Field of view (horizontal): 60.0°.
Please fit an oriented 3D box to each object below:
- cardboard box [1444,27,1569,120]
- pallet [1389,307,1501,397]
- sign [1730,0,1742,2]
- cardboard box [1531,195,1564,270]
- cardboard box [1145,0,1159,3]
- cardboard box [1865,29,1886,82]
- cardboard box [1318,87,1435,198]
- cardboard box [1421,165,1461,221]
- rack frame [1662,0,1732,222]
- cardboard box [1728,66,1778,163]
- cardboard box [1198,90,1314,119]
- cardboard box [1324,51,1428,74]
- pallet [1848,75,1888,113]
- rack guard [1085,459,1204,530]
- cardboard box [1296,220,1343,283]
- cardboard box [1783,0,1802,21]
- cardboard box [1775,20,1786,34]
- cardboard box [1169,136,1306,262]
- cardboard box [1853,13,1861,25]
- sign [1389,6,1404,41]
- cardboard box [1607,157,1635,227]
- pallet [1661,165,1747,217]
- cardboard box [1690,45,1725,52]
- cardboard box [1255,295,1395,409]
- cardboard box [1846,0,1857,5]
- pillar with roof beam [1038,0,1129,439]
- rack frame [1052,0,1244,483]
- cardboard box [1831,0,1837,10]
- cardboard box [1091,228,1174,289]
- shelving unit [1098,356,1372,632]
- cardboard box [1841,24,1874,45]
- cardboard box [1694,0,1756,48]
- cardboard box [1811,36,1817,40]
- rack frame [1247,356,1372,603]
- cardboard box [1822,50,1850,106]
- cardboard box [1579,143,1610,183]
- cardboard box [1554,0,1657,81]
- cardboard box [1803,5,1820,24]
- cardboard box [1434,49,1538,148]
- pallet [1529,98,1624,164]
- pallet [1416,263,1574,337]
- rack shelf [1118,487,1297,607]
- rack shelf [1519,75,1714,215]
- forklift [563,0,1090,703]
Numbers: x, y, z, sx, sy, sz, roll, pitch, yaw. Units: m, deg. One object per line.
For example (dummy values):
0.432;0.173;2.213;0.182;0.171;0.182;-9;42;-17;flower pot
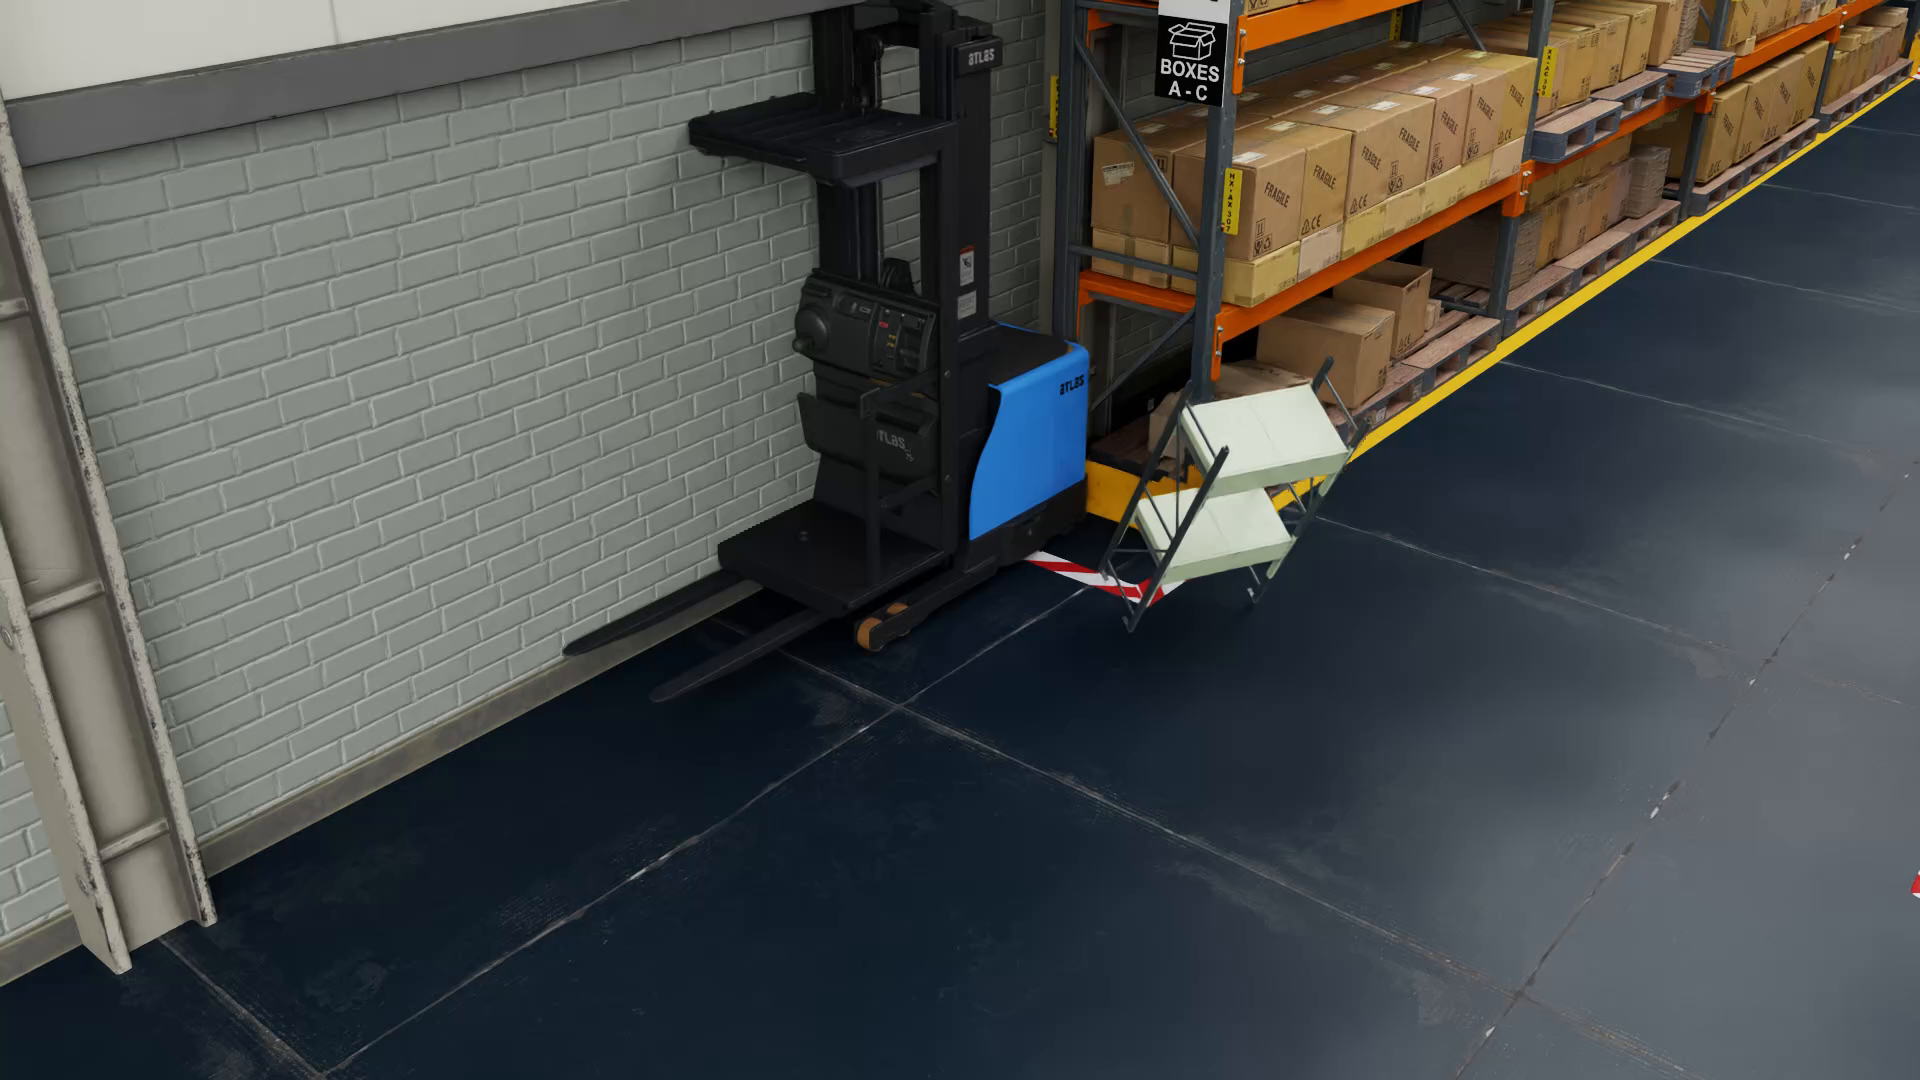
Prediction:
3.830;-3.295;11.767;0.700;0.500;0.500;21;34;35;cardboard box
3.080;-1.397;11.722;1.003;0.211;1.213;21;34;34;pallet
6.449;-4.626;13.755;0.100;0.325;0.005;21;34;34;sign
4.225;-2.433;12.931;0.700;0.500;0.500;20;33;33;cardboard box
1.006;-3.074;8.532;0.500;0.500;0.500;24;36;38;cardboard box
10.107;-5.582;19.039;0.700;0.500;0.500;19;33;33;cardboard box
2.446;-2.363;9.879;0.500;0.500;0.500;22;35;36;cardboard box
2.781;-2.213;10.405;0.500;0.250;0.500;21;34;34;cardboard box
6.024;-4.303;14.303;1.000;3.000;0.127;21;34;34;rack frame
7.155;-4.065;15.727;0.750;0.750;0.750;21;34;34;cardboard box
1.725;-2.331;9.817;0.500;0.500;0.500;20;33;33;cardboard box
2.688;-2.872;10.862;0.500;0.500;0.500;21;34;34;cardboard box
9.888;-5.163;19.002;1.003;0.211;1.213;21;34;34;pallet
0.984;-0.383;9.446;1.175;0.500;0.348;21;34;34;rack guard
1.810;-1.677;9.369;0.500;0.250;0.500;20;33;33;cardboard box
7.512;-5.131;15.449;0.500;0.500;0.500;22;34;36;cardboard box
7.552;-4.887;15.684;0.380;0.149;0.250;22;35;36;cardboard box
1.471;-1.823;8.835;0.500;0.500;0.500;21;34;34;cardboard box
10.189;-6.060;19.258;0.380;0.149;0.250;21;34;35;cardboard box
3.049;-3.560;11.606;0.100;0.325;0.005;21;34;34;sign
5.189;-2.969;13.966;0.700;0.500;0.500;21;34;34;cardboard box
6.584;-3.322;15.441;1.003;0.211;1.213;21;34;34;pallet
6.412;-4.249;14.450;0.380;0.149;0.250;20;34;34;cardboard box
2.313;-1.218;10.582;0.700;0.500;0.500;18;33;31;cardboard box
8.926;-6.042;17.338;0.980;0.700;0.700;21;34;35;cardboard box
4.035;-3.374;5.978;9.100;9.000;0.400;21;34;34;pillar with roof beam
0.936;-1.466;8.820;1.000;3.000;0.127;21;34;34;rack frame
8.572;-5.416;16.705;0.380;0.149;0.250;21;34;35;cardboard box
1.083;-1.631;9.279;0.500;0.250;0.500;21;34;35;cardboard box
1.267;-0.188;7.940;0.755;1.500;0.431;-12;59;-21;shelving unit
9.814;-5.574;18.317;0.380;0.149;0.250;20;33;33;cardboard box
6.531;-4.585;14.395;0.500;0.500;0.500;22;35;36;cardboard box
9.378;-5.608;18.383;0.380;0.149;0.250;20;33;33;cardboard box
1.603;-0.257;8.068;0.023;1.500;0.400;-12;59;-21;rack frame
9.123;-5.032;17.976;0.700;0.500;0.500;21;34;35;cardboard box
4.872;-3.083;13.370;0.500;0.250;0.500;21;34;34;cardboard box
4.957;-3.925;12.984;0.700;0.500;0.500;21;34;34;cardboard box
8.107;-5.130;16.153;0.380;0.149;0.250;21;34;34;cardboard box
3.418;-2.902;10.920;0.500;0.500;0.500;21;34;34;cardboard box
4.078;-3.028;12.047;1.003;0.211;1.213;21;34;34;pallet
3.974;-1.922;12.736;1.003;0.211;1.213;21;34;34;pallet
1.204;-0.006;8.203;0.720;0.370;0.431;-12;59;-21;rack shelf
4.752;-3.274;13.097;1.077;0.370;4.000;21;34;34;rack shelf
-0.623;-1.014;8.021;1.130;2.935;3.031;21;34;35;forklift
